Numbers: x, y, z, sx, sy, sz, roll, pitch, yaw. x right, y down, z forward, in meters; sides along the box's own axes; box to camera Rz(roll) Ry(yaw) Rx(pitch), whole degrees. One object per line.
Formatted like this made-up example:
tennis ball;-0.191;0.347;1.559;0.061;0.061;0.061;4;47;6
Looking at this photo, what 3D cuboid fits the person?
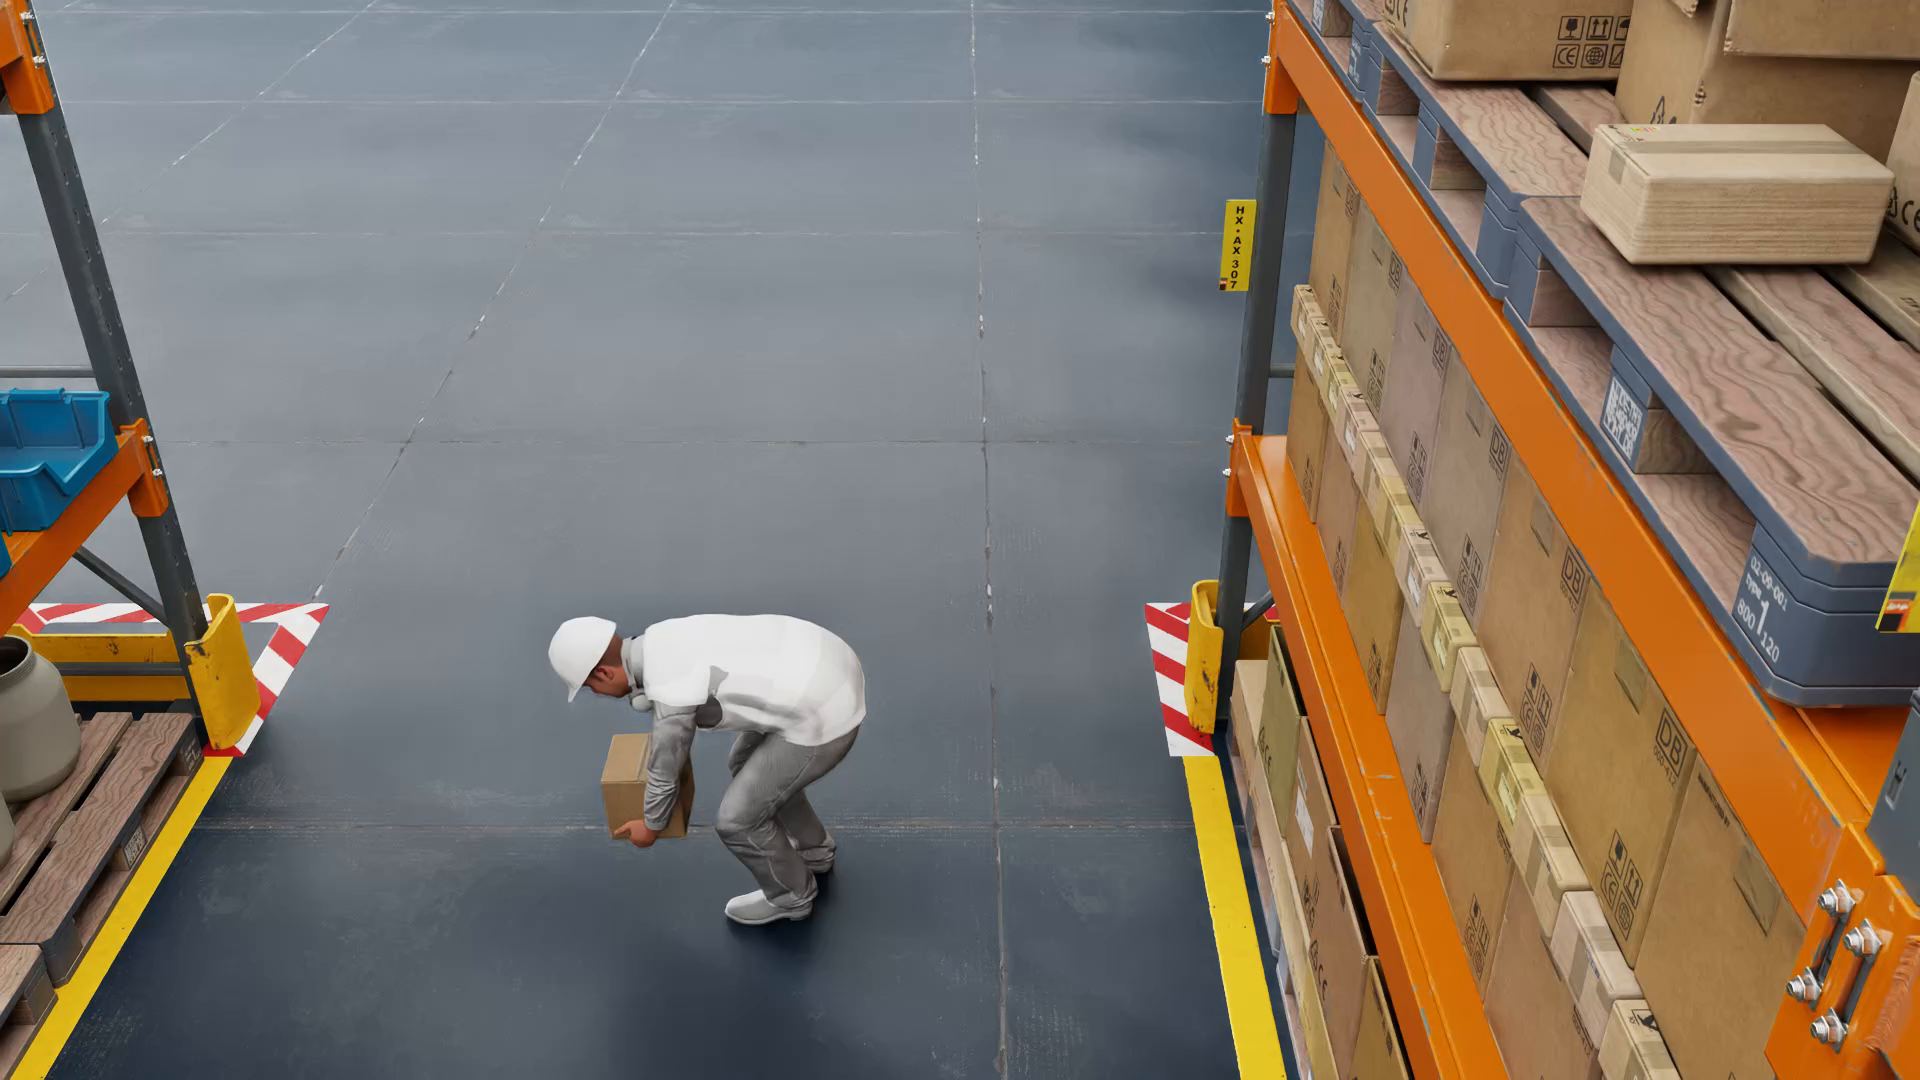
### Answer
person;-0.799;0.733;5.499;0.987;1.155;0.481;-2;31;-2
